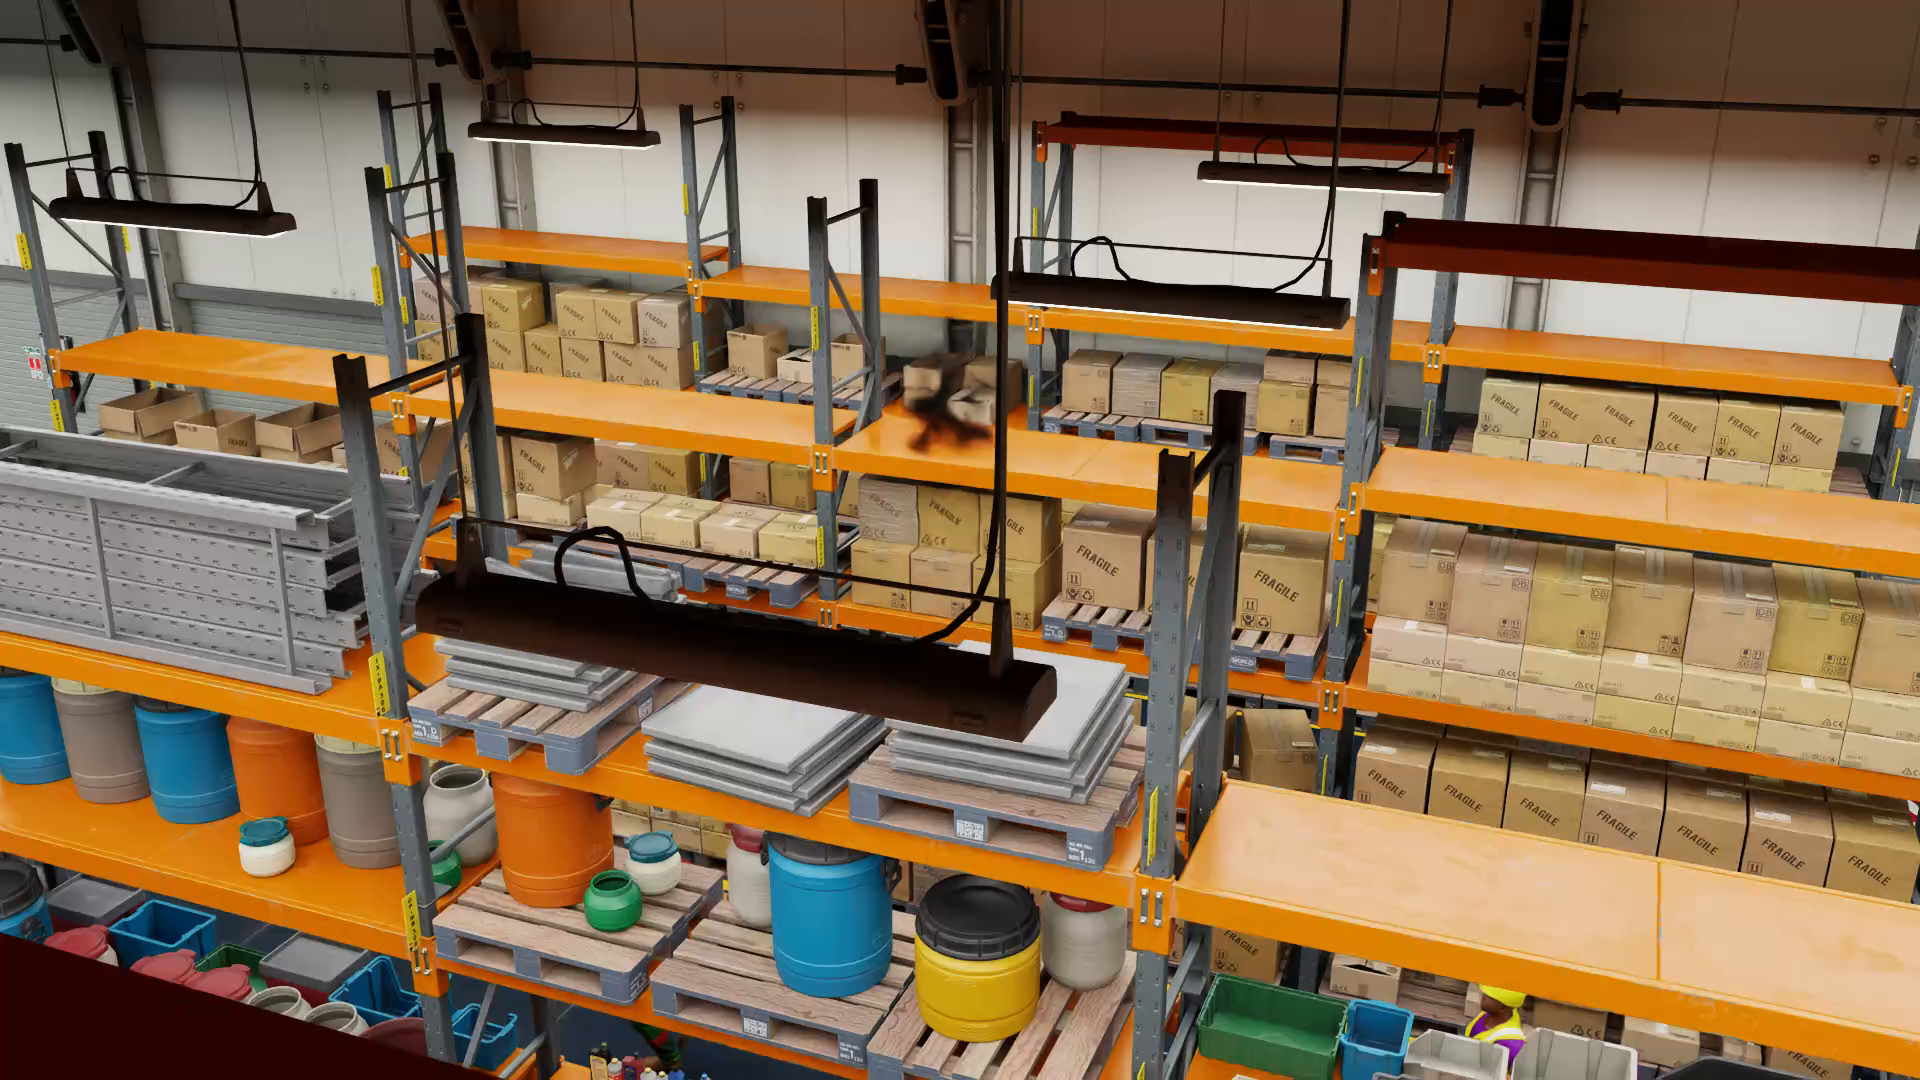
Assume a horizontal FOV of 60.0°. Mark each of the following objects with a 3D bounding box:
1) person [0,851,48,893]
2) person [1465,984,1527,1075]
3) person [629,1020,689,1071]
[{"bbox_3d":[-7.859,2.420,13.685,0.889,1.682,0.541,6,22,15],"label":"person"},{"bbox_3d":[3.440,3.547,10.686,0.677,1.737,0.710,3,21,8],"label":"person"},{"bbox_3d":[-2.241,3.052,11.938,0.635,1.731,0.659,3,21,8],"label":"person"}]
